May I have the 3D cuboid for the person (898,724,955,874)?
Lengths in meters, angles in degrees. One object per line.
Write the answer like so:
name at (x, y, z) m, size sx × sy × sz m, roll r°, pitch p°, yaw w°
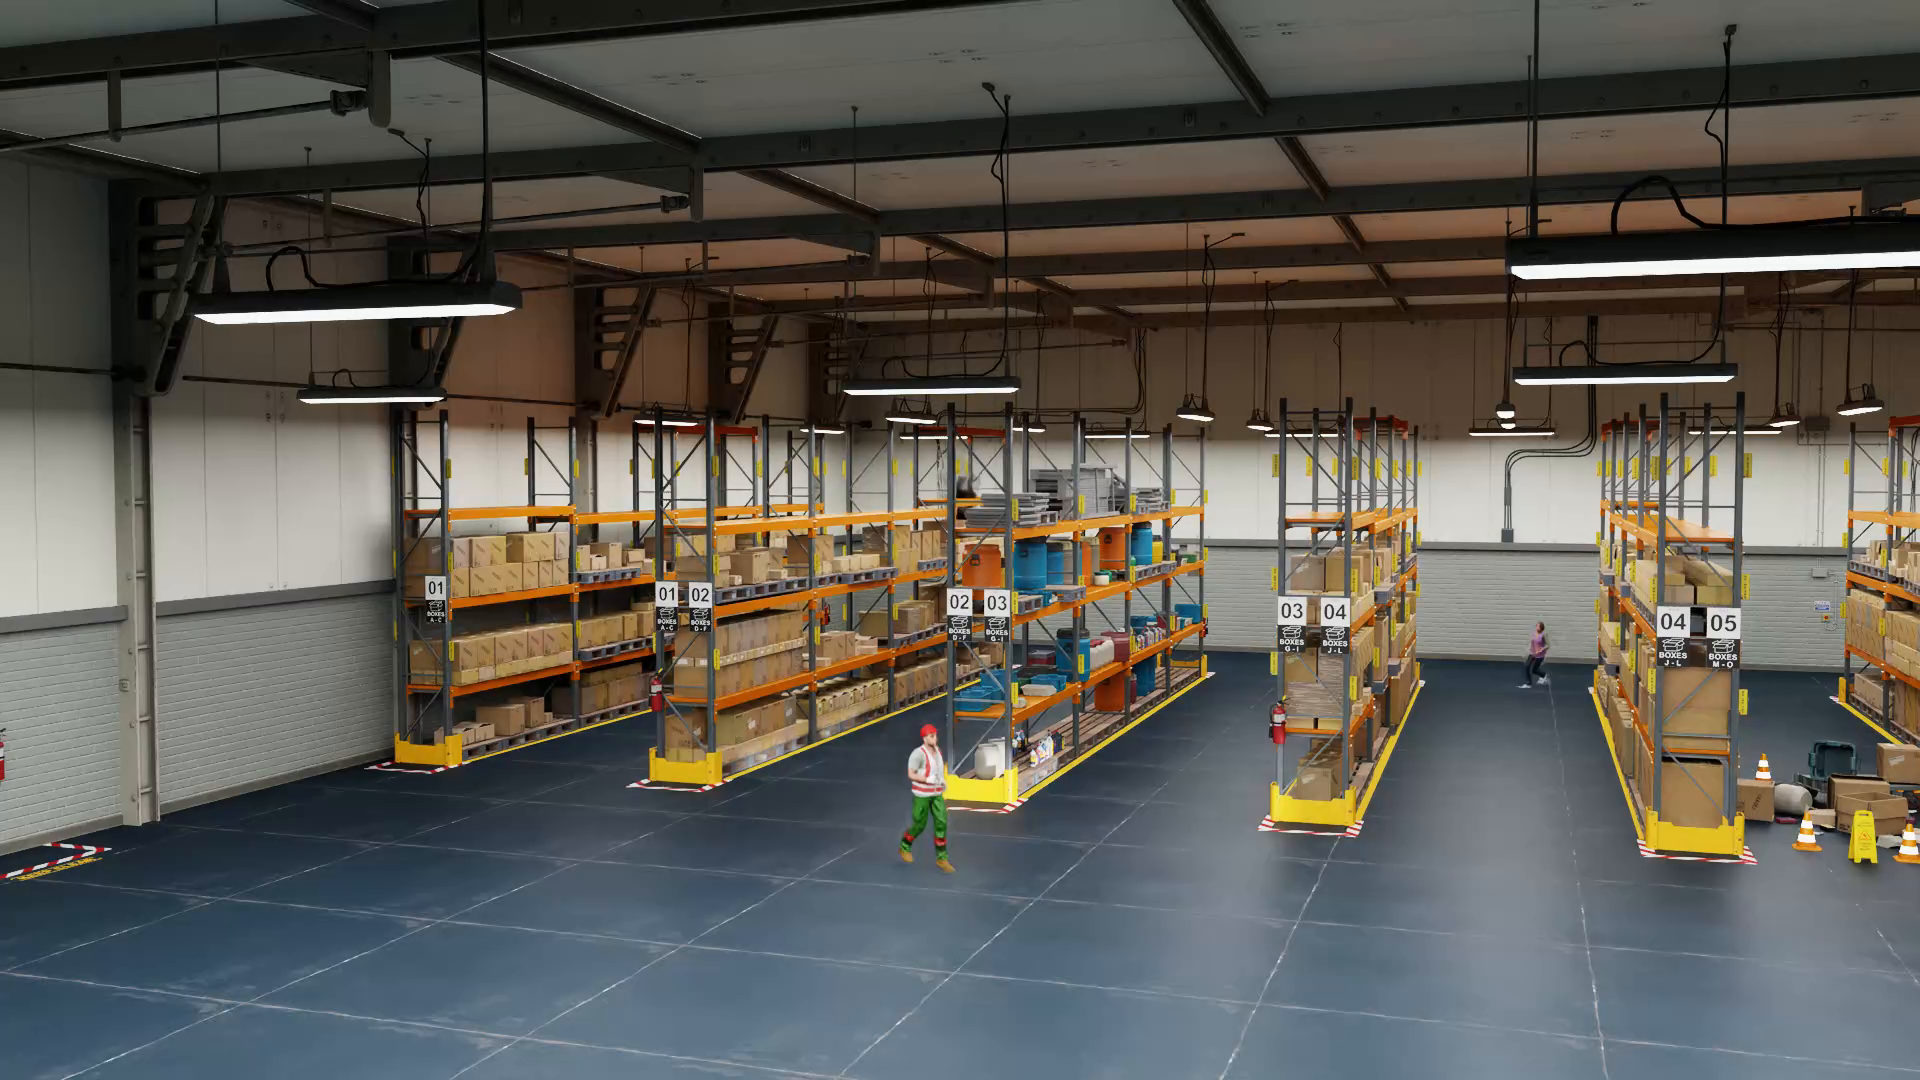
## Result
person at (-0.413, 3.208, 20.792) m, size 0.854 × 1.829 × 0.684 m, roll 2°, pitch 3°, yaw 44°

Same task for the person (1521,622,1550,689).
person at (13.122, 2.624, 37.703) m, size 0.660 × 1.541 × 0.585 m, roll -1°, pitch 3°, yaw -31°
